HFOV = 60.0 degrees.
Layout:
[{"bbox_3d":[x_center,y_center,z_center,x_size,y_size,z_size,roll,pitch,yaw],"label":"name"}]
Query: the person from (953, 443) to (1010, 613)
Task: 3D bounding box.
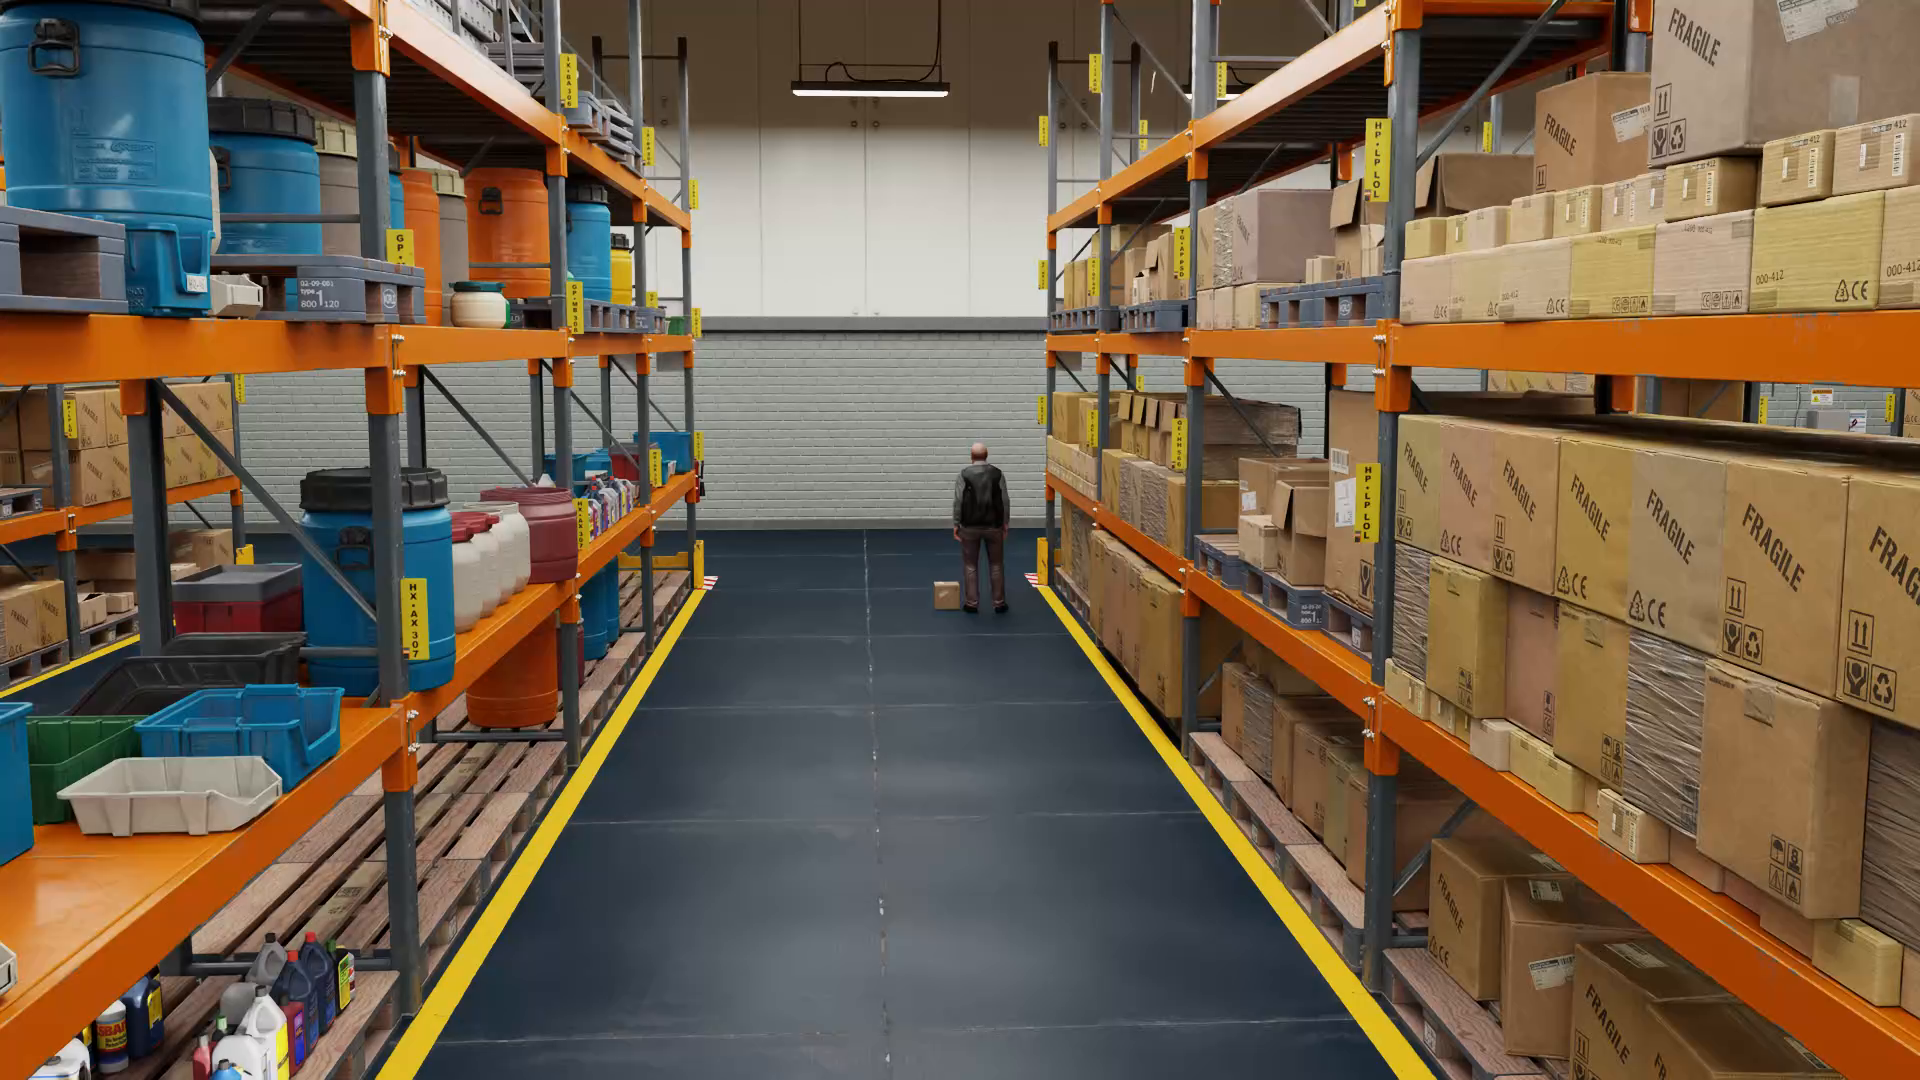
[{"bbox_3d":[0.221,-0.075,16.891,0.594,1.621,0.414,-1,7,-7],"label":"person"}]
